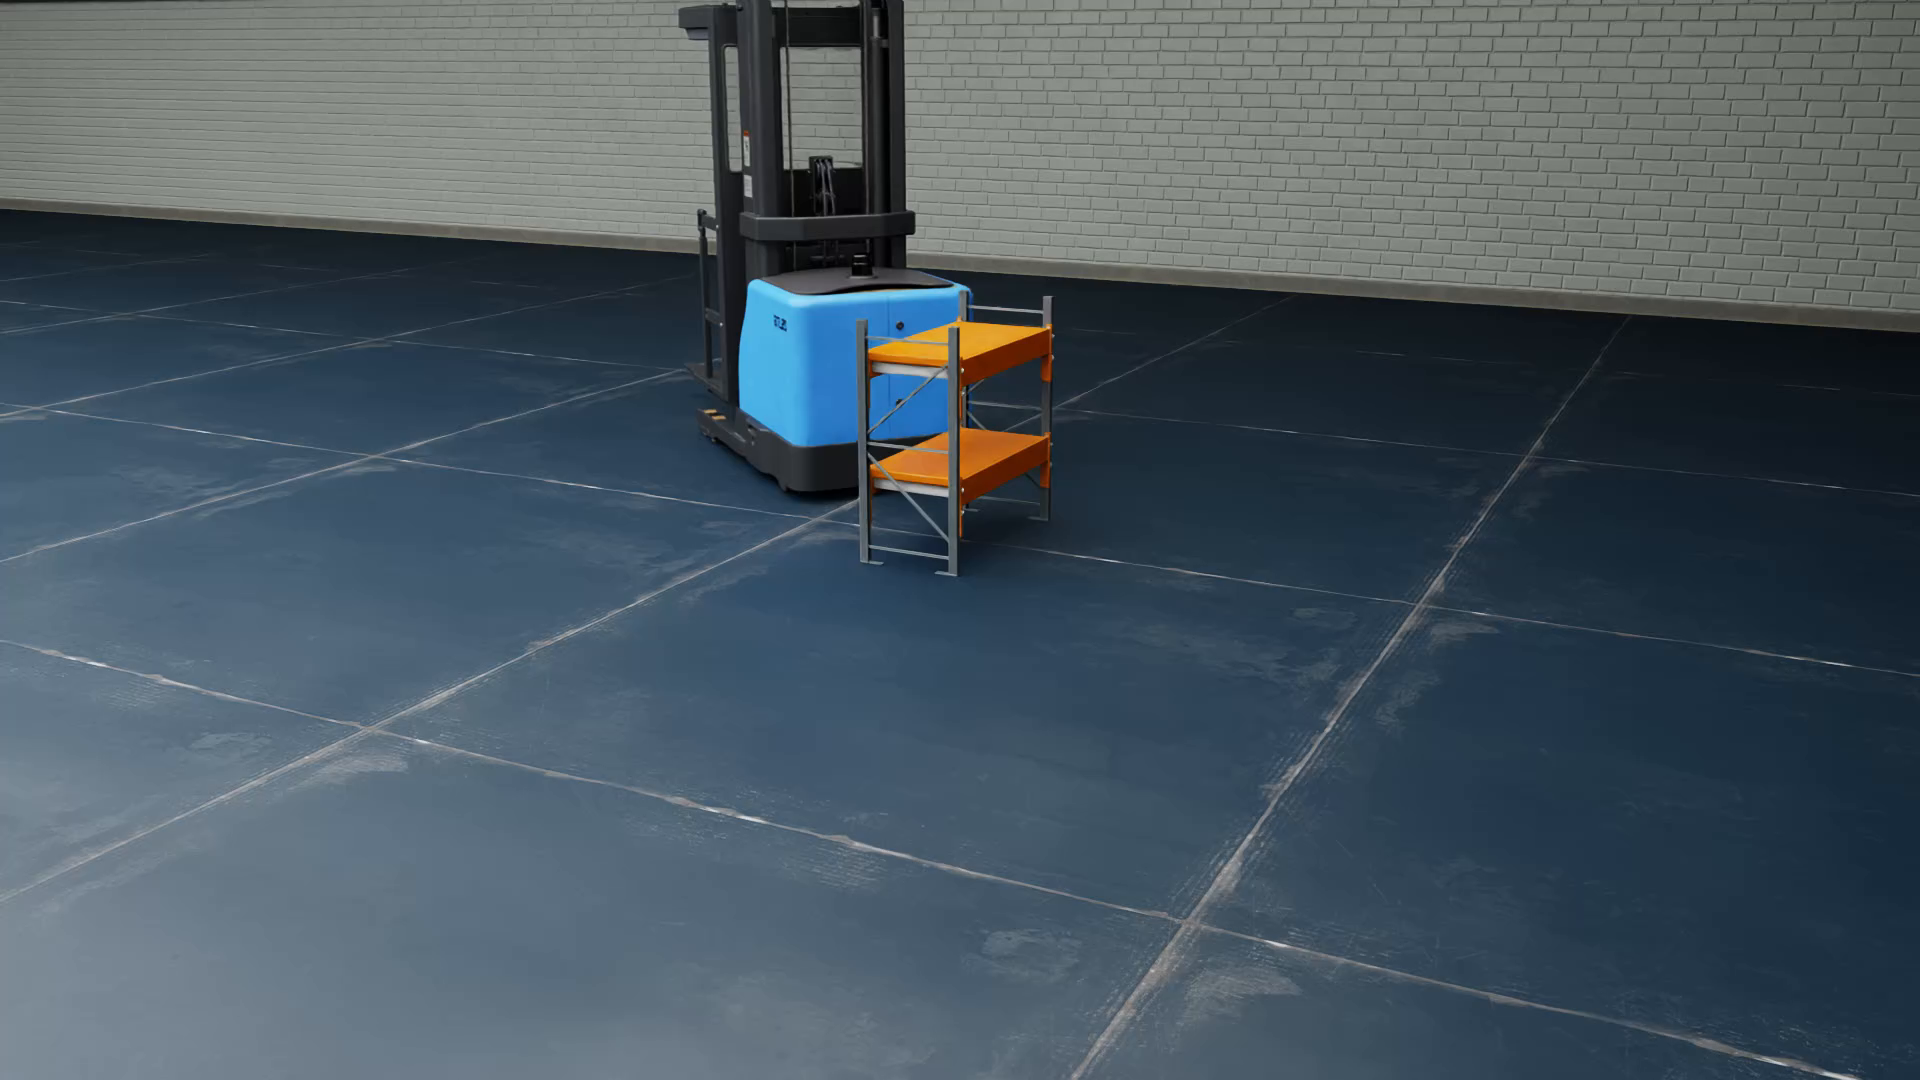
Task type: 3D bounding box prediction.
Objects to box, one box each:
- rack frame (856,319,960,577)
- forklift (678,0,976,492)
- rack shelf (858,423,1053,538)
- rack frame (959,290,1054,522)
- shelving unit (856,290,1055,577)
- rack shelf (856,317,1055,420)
[{"bbox_3d":[-0.230,-0.408,7.422,0.500,1.125,0.032,8,18,25],"label":"rack frame"},{"bbox_3d":[-0.960,-2.030,9.713,1.130,2.935,3.031,-7,18,-22],"label":"forklift"},{"bbox_3d":[-0.003,-0.303,7.928,0.538,0.278,1.000,8,18,25],"label":"rack shelf"},{"bbox_3d":[0.224,-0.667,8.294,0.500,1.125,0.032,8,18,25],"label":"rack frame"},{"bbox_3d":[-0.003,-0.537,7.858,0.538,1.125,1.048,8,18,25],"label":"shelving unit"},{"bbox_3d":[-0.003,-0.818,7.775,0.538,0.278,1.000,8,18,25],"label":"rack shelf"}]
